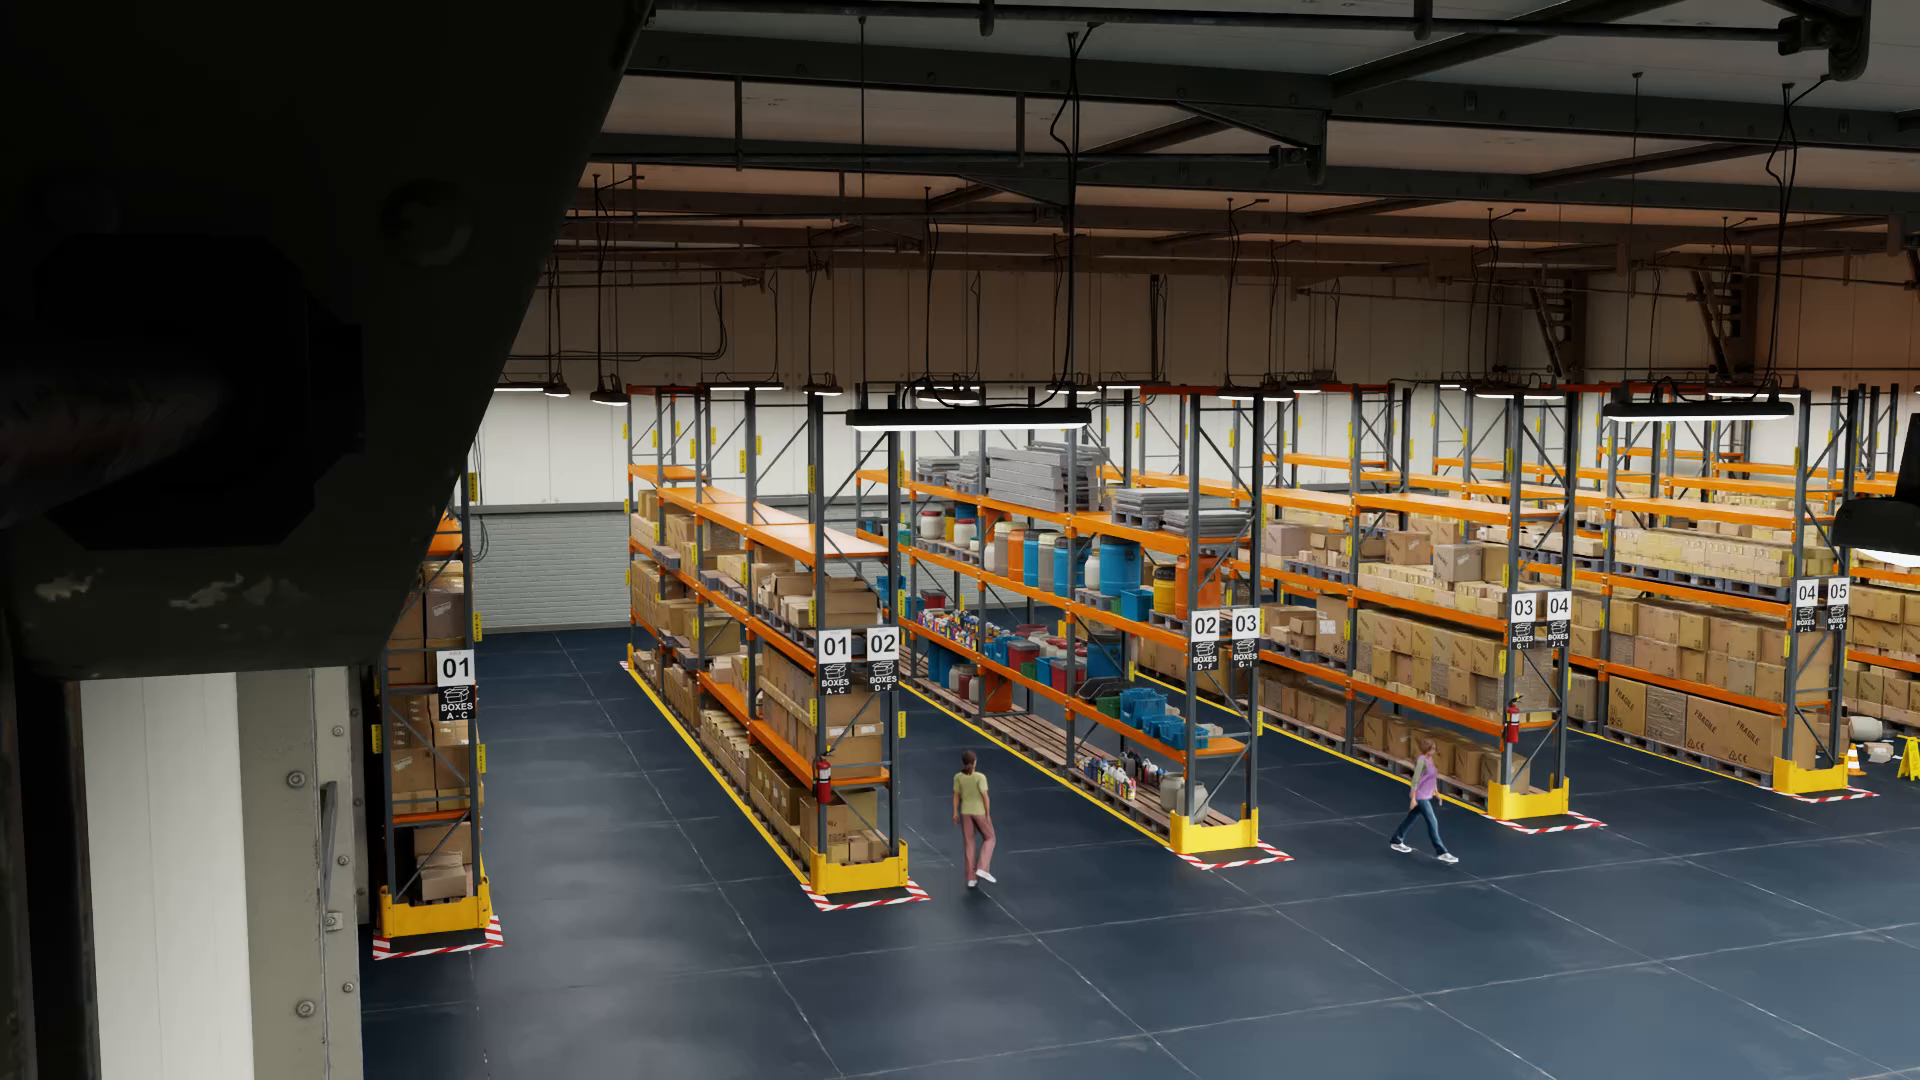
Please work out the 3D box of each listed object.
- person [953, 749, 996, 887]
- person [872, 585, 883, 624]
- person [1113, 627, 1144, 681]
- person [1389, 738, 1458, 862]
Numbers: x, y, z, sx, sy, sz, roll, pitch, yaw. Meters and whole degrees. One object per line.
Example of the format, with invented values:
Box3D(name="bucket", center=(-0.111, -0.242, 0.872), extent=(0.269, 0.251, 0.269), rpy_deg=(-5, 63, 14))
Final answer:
Box3D(name="person", center=(0.173, 3.393, 20.380), extent=(0.567, 1.653, 0.458), rpy_deg=(2, 6, 17))
Box3D(name="person", center=(-1.755, 1.750, 34.445), extent=(0.413, 1.661, 0.527), rpy_deg=(3, 6, 24))
Box3D(name="person", center=(3.236, 1.958, 31.984), extent=(0.602, 1.651, 0.631), rpy_deg=(-1, 6, -9))
Box3D(name="person", center=(6.014, 3.323, 21.472), extent=(0.918, 1.544, 0.450), rpy_deg=(3, 7, 25))
